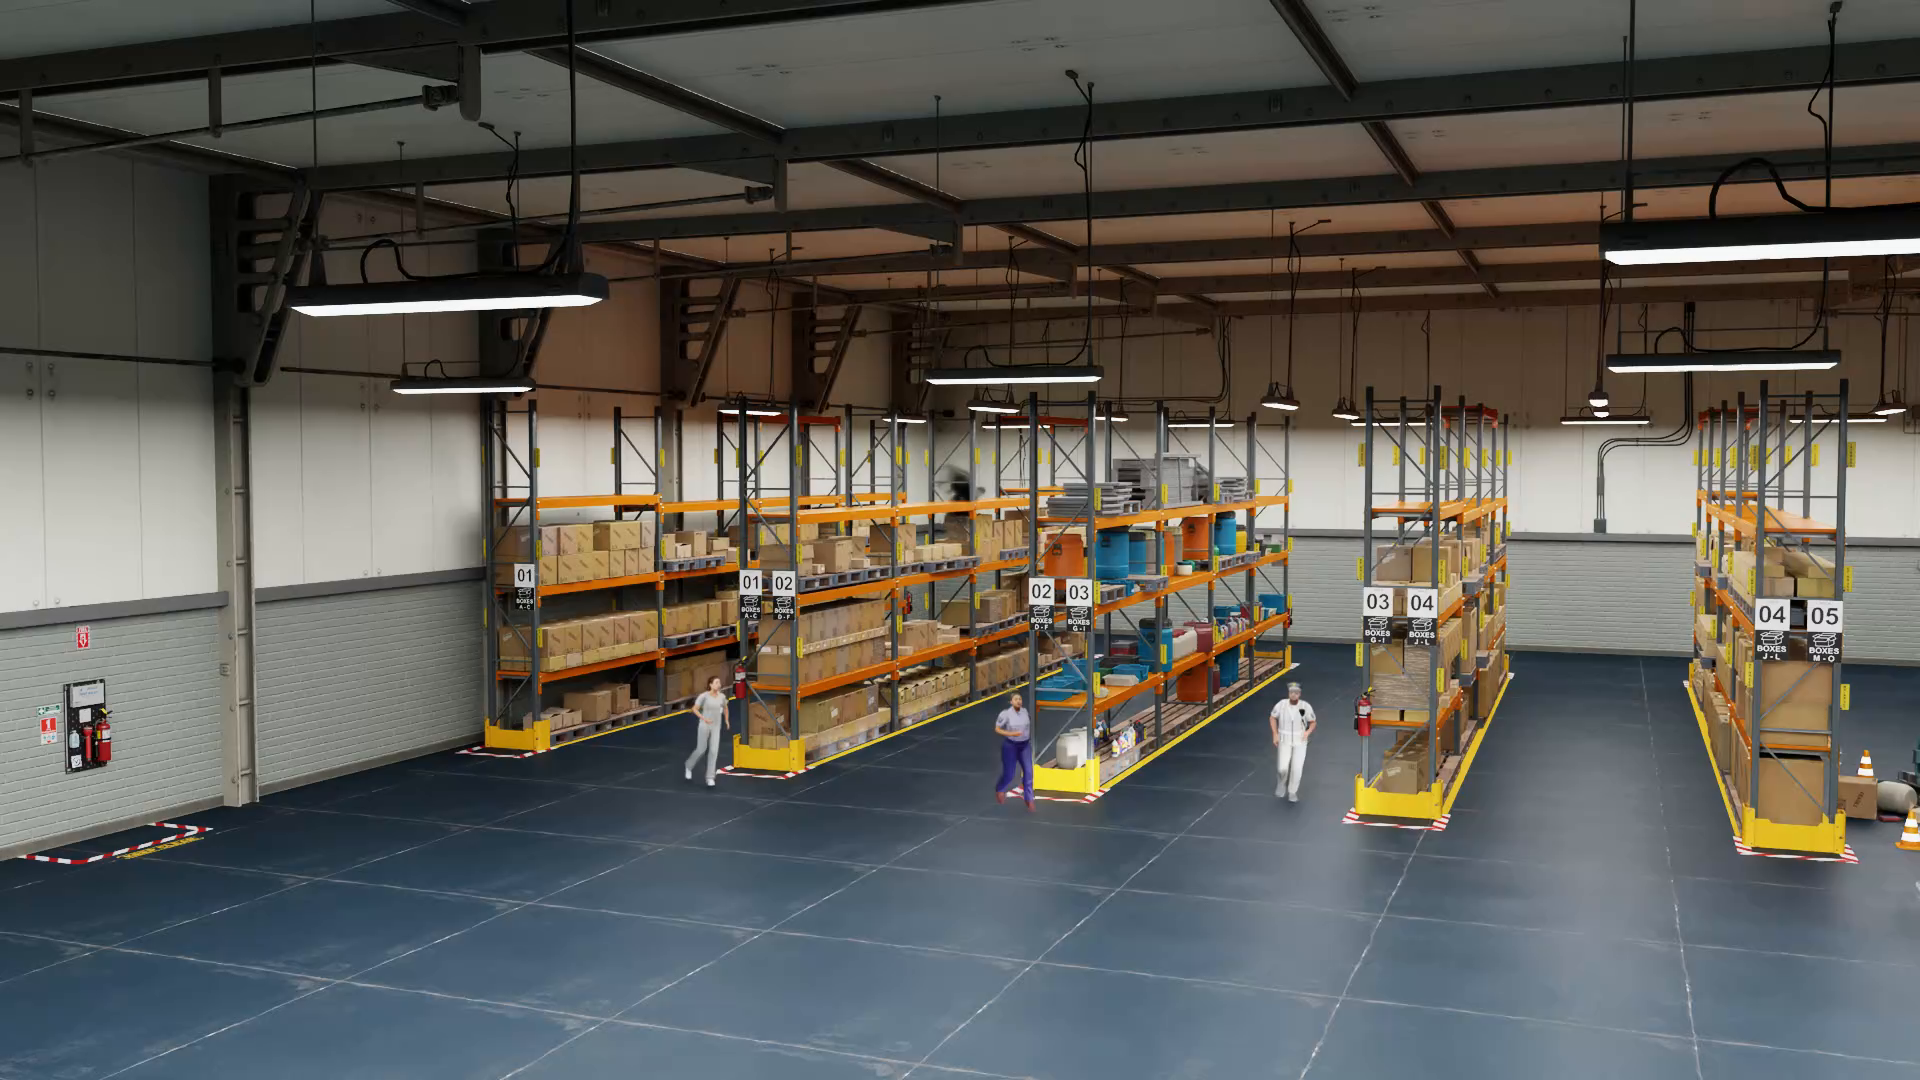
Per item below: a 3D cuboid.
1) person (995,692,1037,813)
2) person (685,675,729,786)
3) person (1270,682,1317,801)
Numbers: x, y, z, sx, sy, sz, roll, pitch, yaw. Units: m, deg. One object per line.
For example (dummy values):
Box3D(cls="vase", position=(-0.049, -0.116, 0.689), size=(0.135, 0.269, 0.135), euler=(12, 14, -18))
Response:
Box3D(cls="person", position=(0.800, 3.005, 23.751), size=(0.630, 1.678, 0.783), euler=(-2, 3, -34))
Box3D(cls="person", position=(-3.813, 2.897, 25.579), size=(0.633, 1.637, 0.893), euler=(-2, 3, -32))
Box3D(cls="person", position=(4.854, 2.937, 24.215), size=(0.669, 1.741, 0.579), euler=(1, 3, 11))
